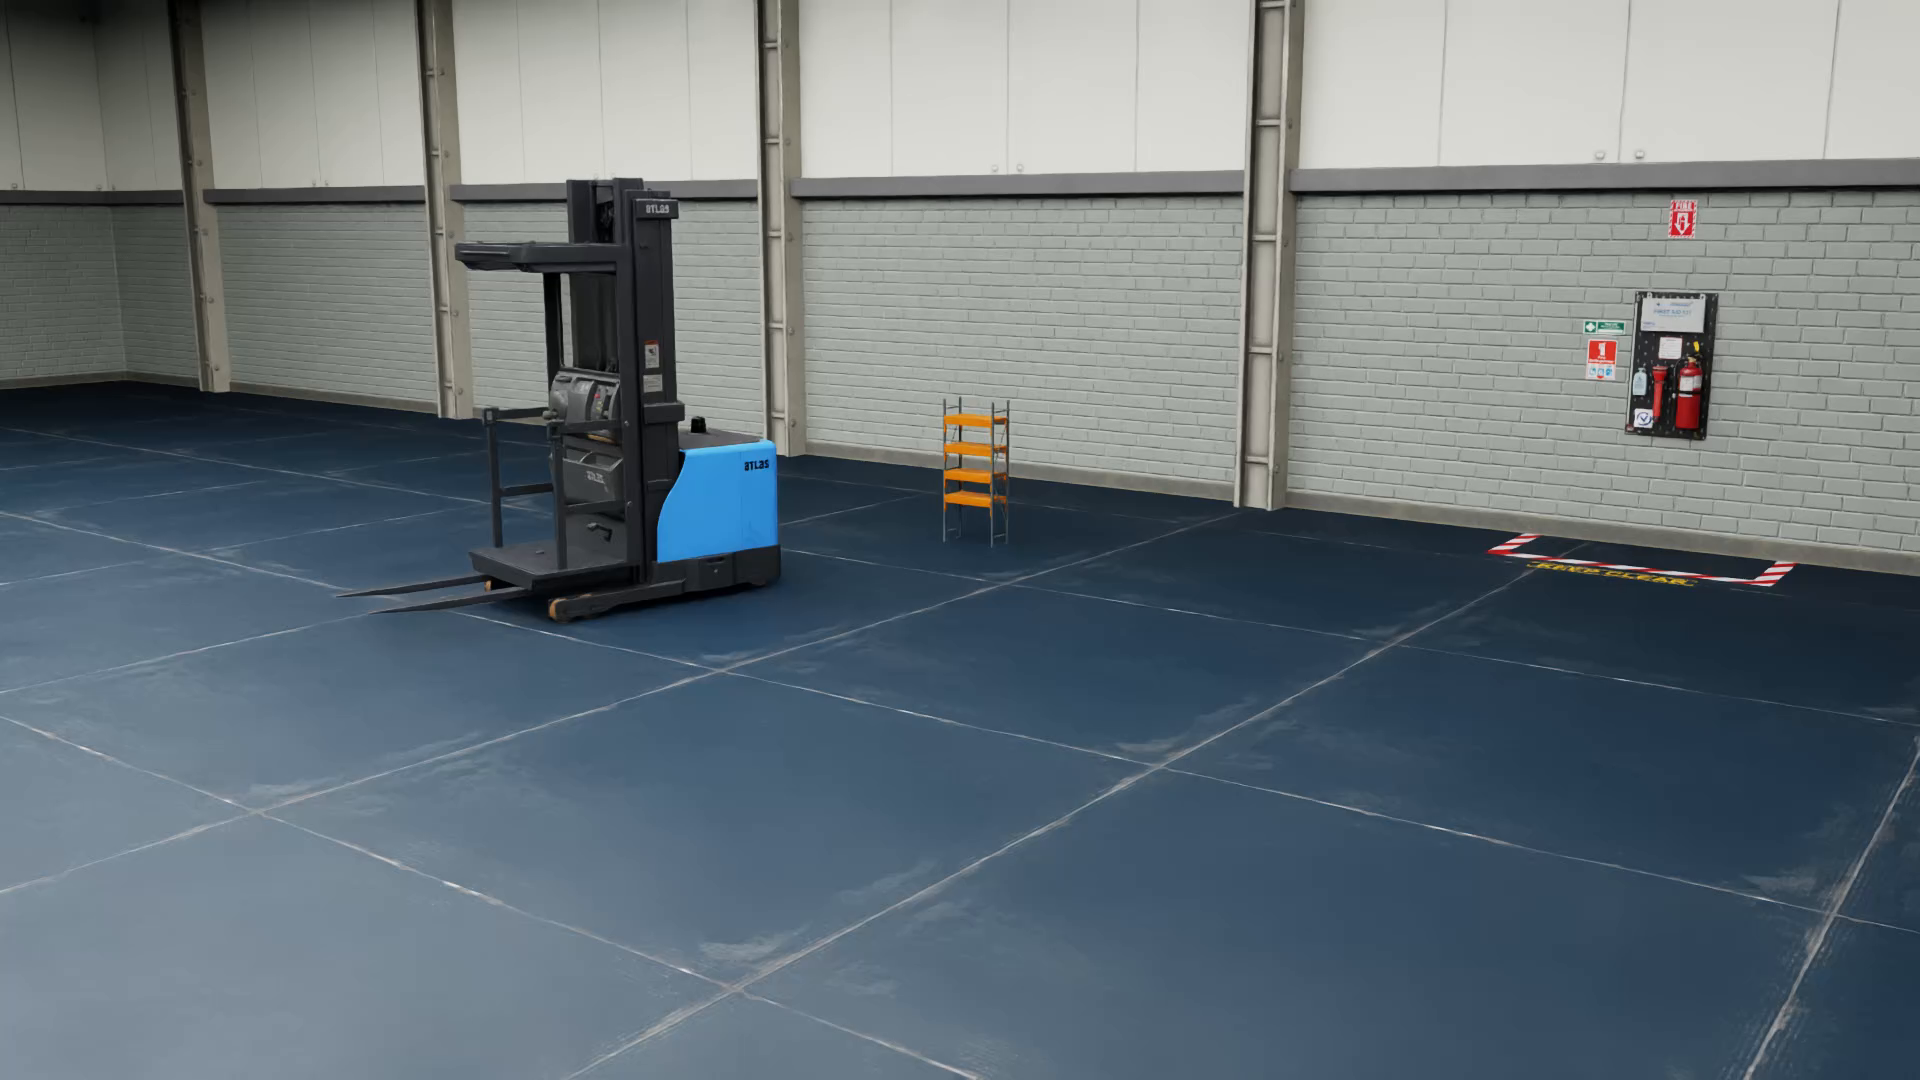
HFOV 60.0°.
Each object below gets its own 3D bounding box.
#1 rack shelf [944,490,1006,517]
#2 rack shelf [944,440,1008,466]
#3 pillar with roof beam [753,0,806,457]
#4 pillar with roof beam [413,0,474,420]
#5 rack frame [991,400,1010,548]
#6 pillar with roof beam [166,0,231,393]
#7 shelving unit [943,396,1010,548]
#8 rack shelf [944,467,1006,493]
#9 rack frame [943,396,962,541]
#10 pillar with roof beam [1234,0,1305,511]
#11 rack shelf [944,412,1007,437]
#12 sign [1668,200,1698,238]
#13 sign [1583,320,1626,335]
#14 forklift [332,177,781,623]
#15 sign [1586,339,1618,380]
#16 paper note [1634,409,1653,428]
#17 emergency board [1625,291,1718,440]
[{"bbox_3d":[0.133,-0.309,13.870,0.480,0.148,0.258,8,13,36],"label":"rack shelf"},{"bbox_3d":[0.133,-0.724,13.790,0.480,0.148,0.258,8,13,36],"label":"rack shelf"},{"bbox_3d":[-4.561,-4.748,14.880,0.400,9.000,9.100,8,13,36],"label":"pillar with roof beam"},{"bbox_3d":[-9.397,-5.423,18.367,0.400,9.000,9.100,8,13,36],"label":"pillar with roof beam"},{"bbox_3d":[0.330,-0.543,13.678,0.015,1.200,0.240,8,13,36],"label":"rack frame"},{"bbox_3d":[-14.233,-6.097,21.854,0.400,9.000,9.100,8,13,36],"label":"pillar with roof beam"},{"bbox_3d":[0.133,-0.570,13.820,0.503,1.200,0.258,8,13,36],"label":"shelving unit"},{"bbox_3d":[0.133,-0.504,13.832,0.480,0.148,0.258,8,13,36],"label":"rack shelf"},{"bbox_3d":[-0.063,-0.598,13.961,0.015,1.200,0.240,8,13,36],"label":"rack frame"},{"bbox_3d":[0.275,-4.073,11.394,0.400,9.000,9.100,8,13,36],"label":"pillar with roof beam"},{"bbox_3d":[0.133,-0.956,13.745,0.480,0.148,0.258,8,13,36],"label":"rack shelf"},{"bbox_3d":[5.742,-2.551,13.213,0.199,0.298,0.001,8,13,36],"label":"sign"},{"bbox_3d":[5.304,-1.750,13.689,0.331,0.109,0.001,8,13,36],"label":"sign"},{"bbox_3d":[-2.775,-0.994,11.453,3.031,2.935,1.130,-9,14,-39],"label":"forklift"},{"bbox_3d":[5.305,-1.492,13.749,0.234,0.329,0.001,8,13,36],"label":"sign"},{"bbox_3d":[5.588,-0.994,13.591,0.142,0.148,0.016,8,13,36],"label":"paper note"},{"bbox_3d":[5.690,-1.396,13.350,0.643,1.169,0.194,8,13,36],"label":"emergency board"}]
